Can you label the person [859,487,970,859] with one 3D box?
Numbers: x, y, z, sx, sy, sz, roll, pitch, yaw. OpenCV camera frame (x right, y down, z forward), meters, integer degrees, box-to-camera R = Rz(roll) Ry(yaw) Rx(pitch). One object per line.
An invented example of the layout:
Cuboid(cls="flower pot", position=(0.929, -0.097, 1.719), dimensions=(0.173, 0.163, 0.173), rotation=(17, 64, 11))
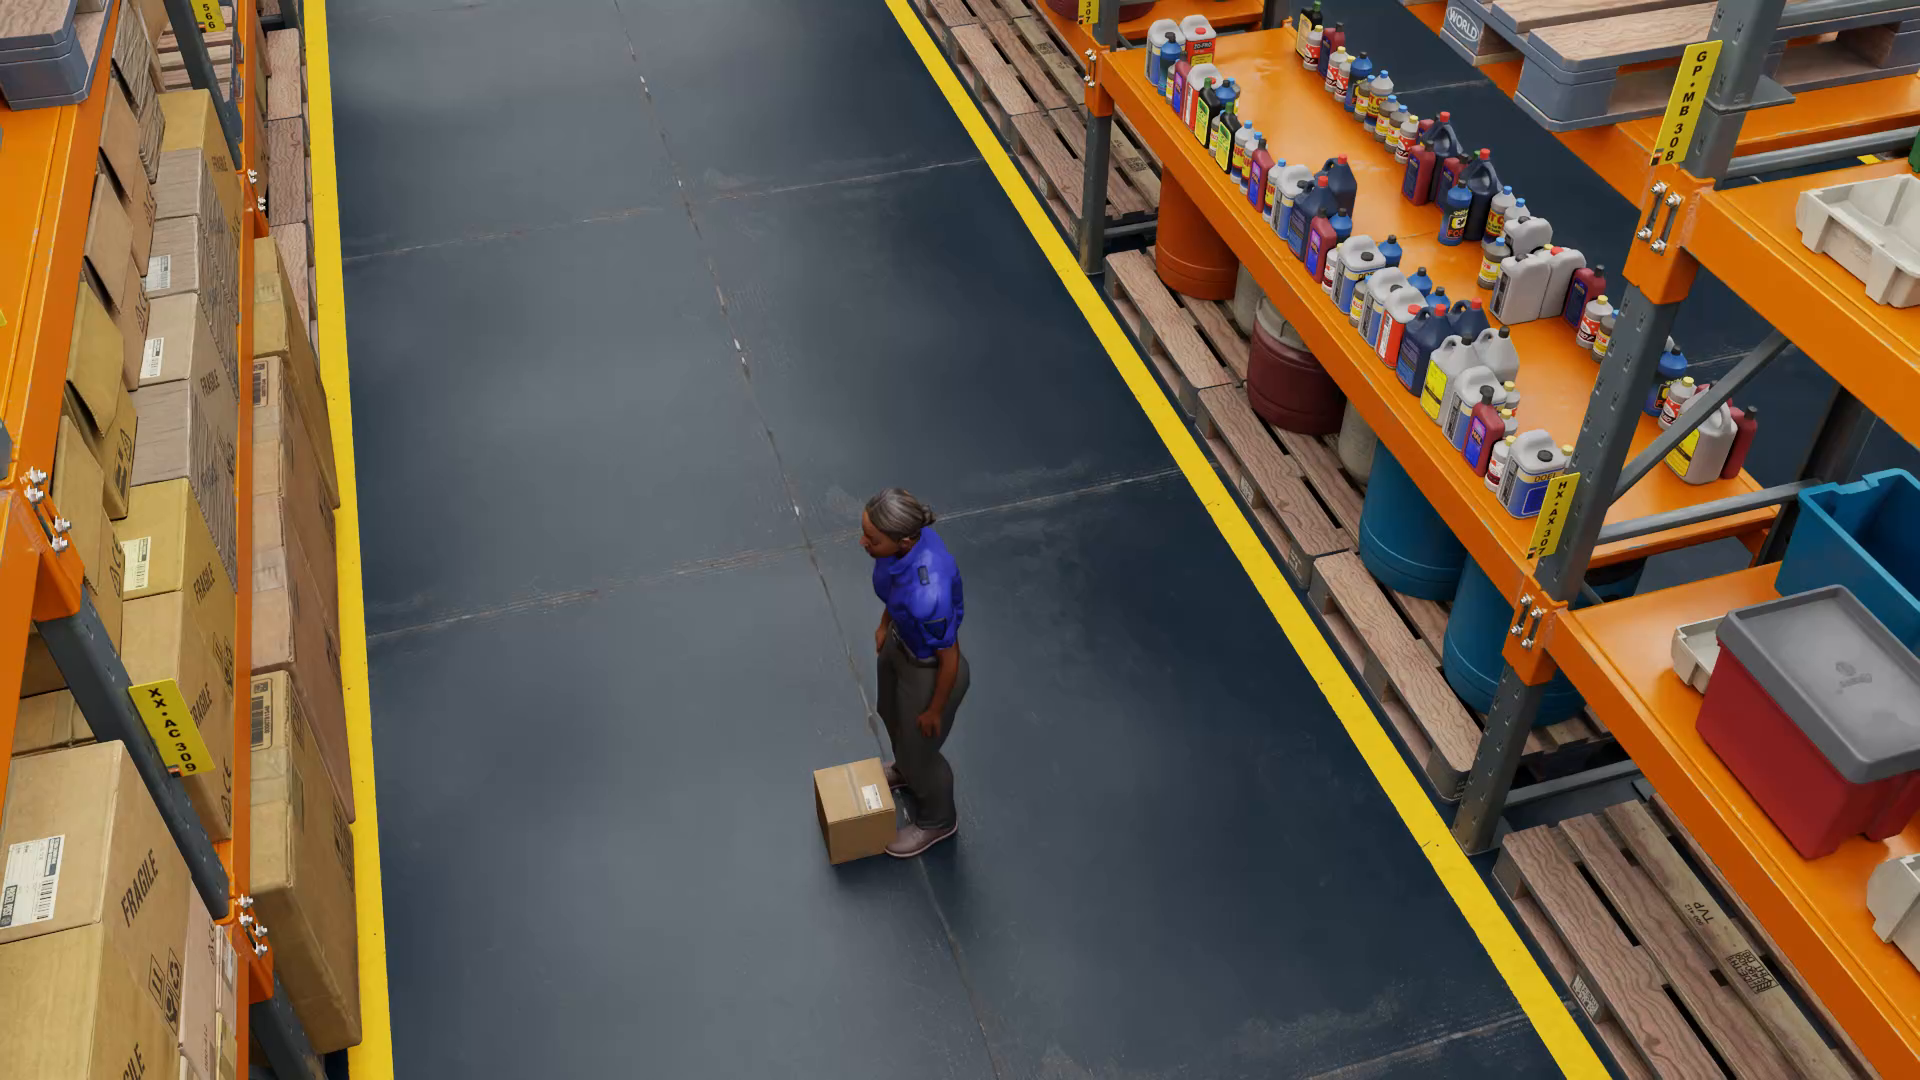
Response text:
Cuboid(cls="person", position=(-0.164, 0.425, 5.700), dimensions=(0.352, 1.654, 0.530), rotation=(-15, 44, -15))
